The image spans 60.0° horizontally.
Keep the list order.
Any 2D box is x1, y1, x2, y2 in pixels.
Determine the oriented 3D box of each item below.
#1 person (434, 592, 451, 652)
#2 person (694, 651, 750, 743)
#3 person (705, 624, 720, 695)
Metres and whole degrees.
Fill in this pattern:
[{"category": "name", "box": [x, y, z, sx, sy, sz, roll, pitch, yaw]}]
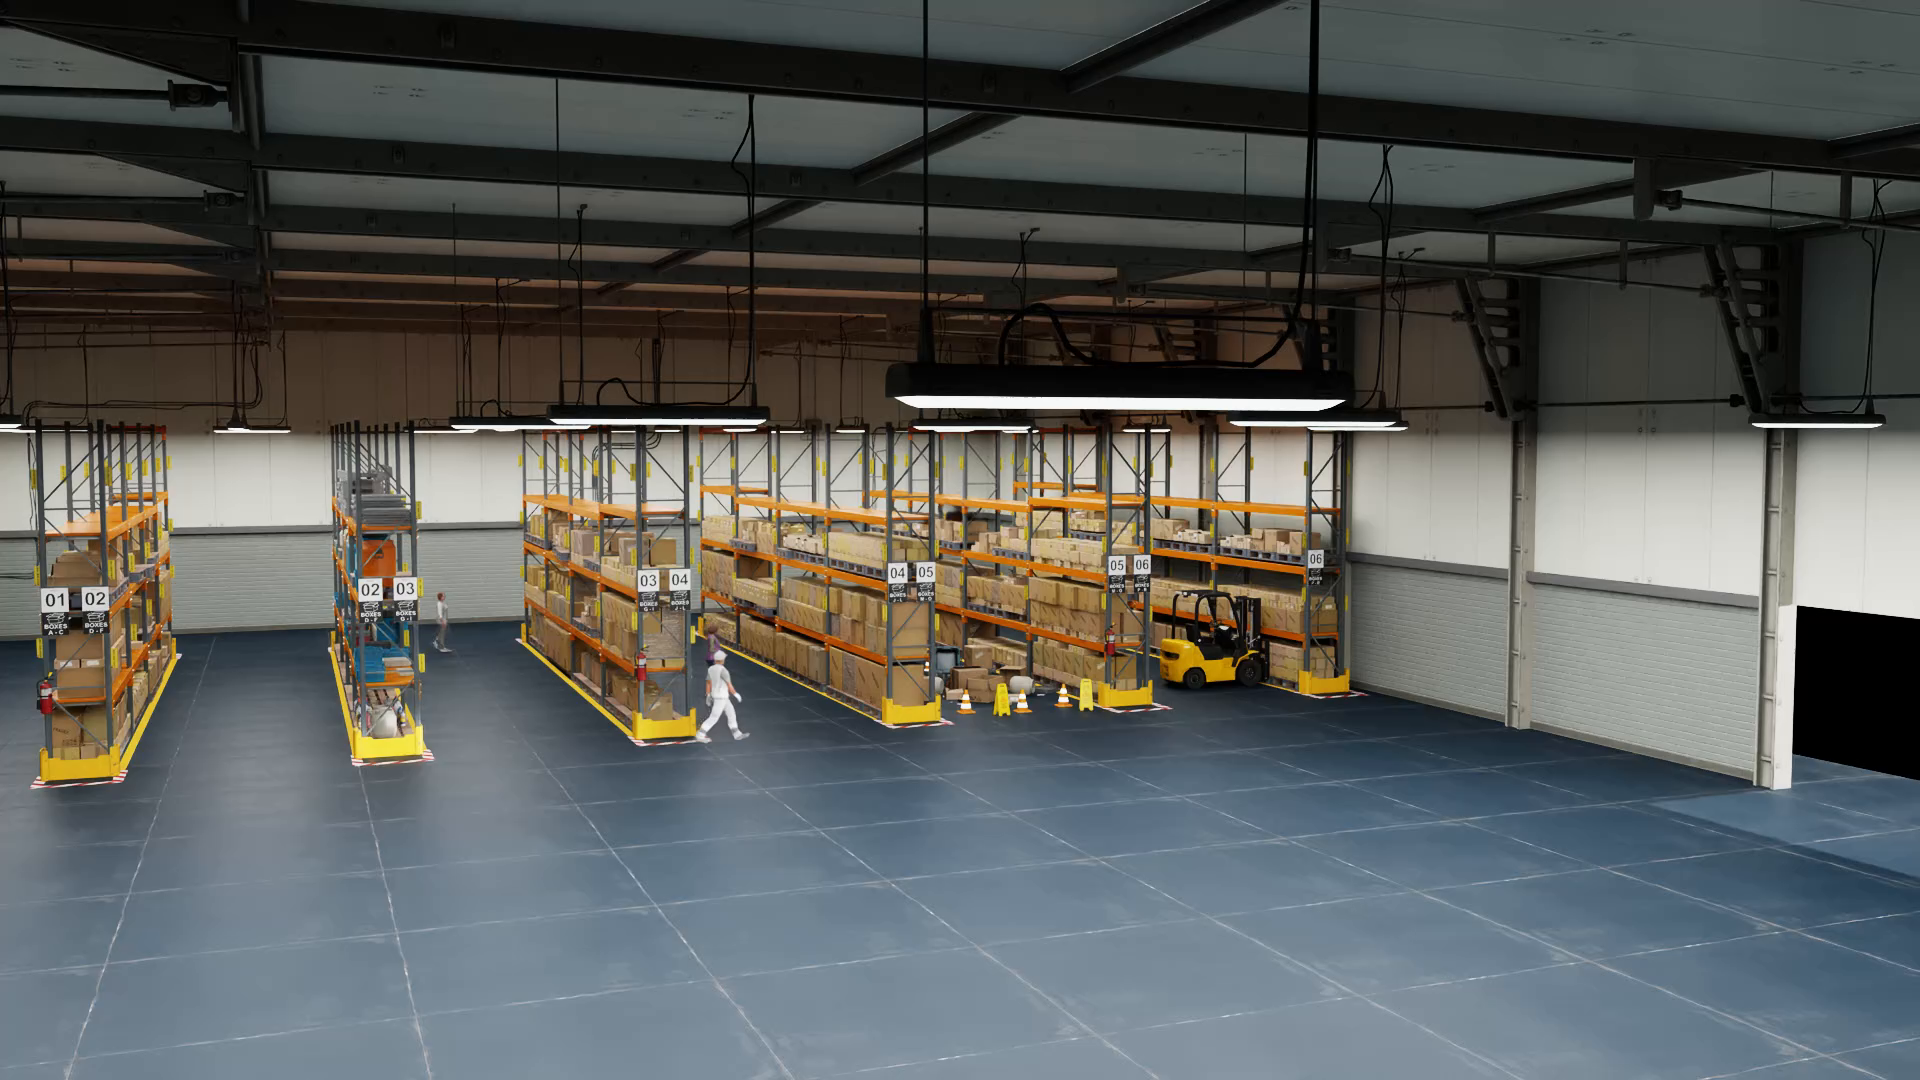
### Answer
[{"category": "person", "box": [-13.688, 2.167, 43.978, 0.427, 1.594, 0.448, -1, 4, -20]}, {"category": "person", "box": [-4.419, 2.920, 30.926, 1.077, 1.741, 0.515, -1, 4, -18]}, {"category": "person", "box": [-5.451, 2.650, 36.570, 0.361, 1.586, 0.472, 0, 4, -3]}]
